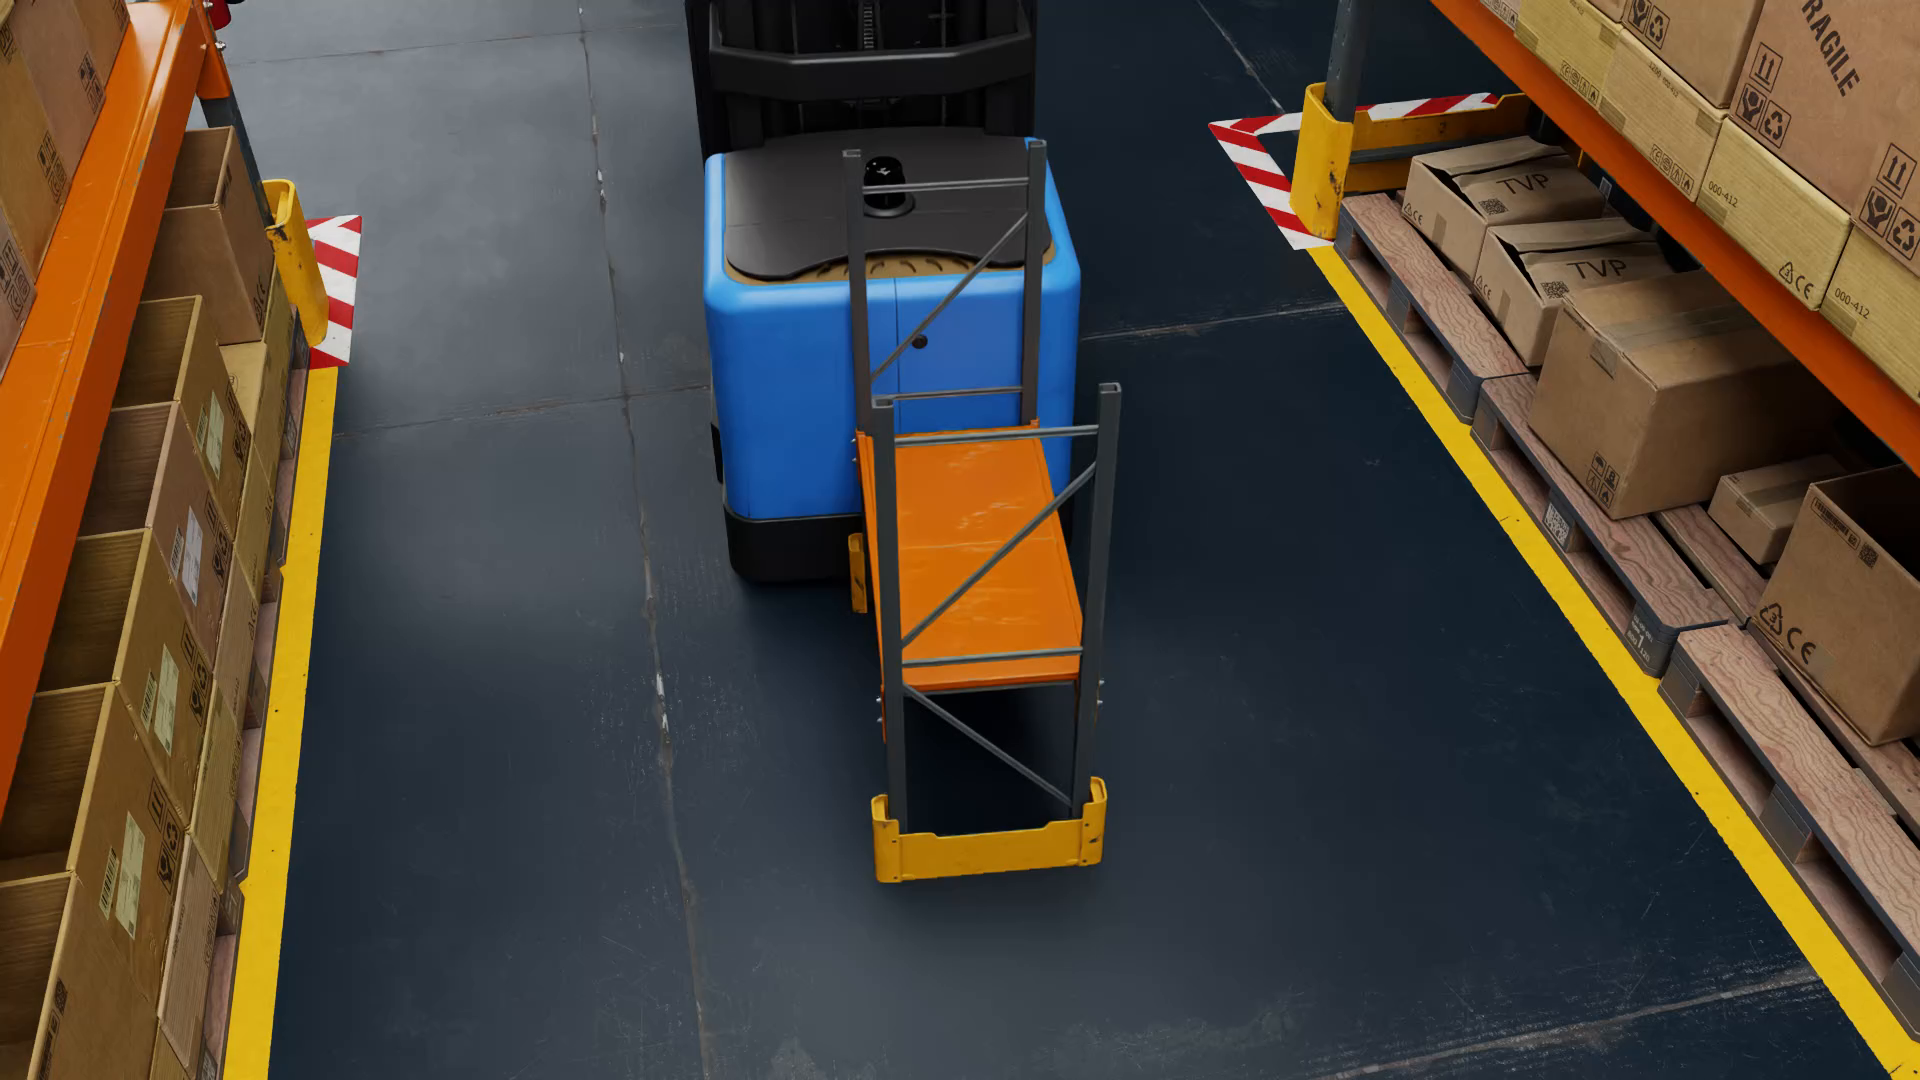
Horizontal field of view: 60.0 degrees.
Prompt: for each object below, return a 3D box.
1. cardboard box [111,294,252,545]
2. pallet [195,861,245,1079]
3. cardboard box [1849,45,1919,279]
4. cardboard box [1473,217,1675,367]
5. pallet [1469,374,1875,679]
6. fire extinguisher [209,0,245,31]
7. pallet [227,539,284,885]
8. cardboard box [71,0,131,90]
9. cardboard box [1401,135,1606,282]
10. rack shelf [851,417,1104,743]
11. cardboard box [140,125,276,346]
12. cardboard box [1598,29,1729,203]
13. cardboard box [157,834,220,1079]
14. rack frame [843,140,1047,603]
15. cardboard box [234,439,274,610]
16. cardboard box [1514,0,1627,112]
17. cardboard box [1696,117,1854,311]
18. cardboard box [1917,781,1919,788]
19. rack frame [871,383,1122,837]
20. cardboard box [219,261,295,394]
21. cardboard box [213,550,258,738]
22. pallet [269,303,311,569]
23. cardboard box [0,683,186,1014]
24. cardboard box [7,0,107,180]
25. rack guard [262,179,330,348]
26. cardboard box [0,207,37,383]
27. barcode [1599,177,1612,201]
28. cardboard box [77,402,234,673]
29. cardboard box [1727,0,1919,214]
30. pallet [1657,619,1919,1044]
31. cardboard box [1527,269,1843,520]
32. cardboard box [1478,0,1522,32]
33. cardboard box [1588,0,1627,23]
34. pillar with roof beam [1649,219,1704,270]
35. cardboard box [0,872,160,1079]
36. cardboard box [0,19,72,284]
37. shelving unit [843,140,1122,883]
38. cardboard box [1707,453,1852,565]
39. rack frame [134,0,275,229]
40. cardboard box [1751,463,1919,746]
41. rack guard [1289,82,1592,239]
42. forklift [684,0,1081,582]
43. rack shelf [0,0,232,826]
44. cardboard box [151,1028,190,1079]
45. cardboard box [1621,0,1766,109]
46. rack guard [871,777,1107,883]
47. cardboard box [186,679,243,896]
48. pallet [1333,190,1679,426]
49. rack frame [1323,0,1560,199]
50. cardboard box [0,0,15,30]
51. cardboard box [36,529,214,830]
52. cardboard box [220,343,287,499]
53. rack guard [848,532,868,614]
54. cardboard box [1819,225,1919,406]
[{"bbox_3d":[-2.275,-0.295,4.513,0.500,0.500,0.500,-8,42,-9],"label":"cardboard box"},{"bbox_3d":[-2.178,1.277,3.652,1.003,0.211,1.213,-8,42,-9],"label":"pallet"},{"bbox_3d":[2.271,-0.773,3.395,0.500,0.500,0.500,-9,42,-10],"label":"cardboard box"},{"bbox_3d":[2.110,-0.877,5.673,0.500,0.311,0.500,-5,42,-6],"label":"cardboard box"},{"bbox_3d":[2.342,-0.136,5.245,1.003,0.211,1.213,-8,42,-9],"label":"pallet"},{"bbox_3d":[-2.483,-1.951,5.247,0.296,0.674,0.183,-8,42,-9],"label":"fire extinguisher"},{"bbox_3d":[-2.445,0.485,4.545,1.003,0.211,1.213,-8,42,-9],"label":"pallet"},{"bbox_3d":[-2.823,-1.570,4.684,0.700,0.500,0.500,-8,42,-9],"label":"cardboard box"},{"bbox_3d":[1.987,-1.247,6.089,0.500,0.311,0.500,-13,43,-14],"label":"cardboard box"},{"bbox_3d":[0.019,0.071,4.311,0.538,0.185,1.000,-4,42,-5],"label":"rack shelf"},{"bbox_3d":[-2.505,-0.941,5.241,0.500,0.500,0.500,-8,42,-9],"label":"cardboard box"},{"bbox_3d":[2.057,-1.145,4.379,0.500,0.250,0.500,-8,42,-9],"label":"cardboard box"},{"bbox_3d":[-1.955,0.958,3.666,0.500,0.250,0.500,-8,42,-9],"label":"cardboard box"},{"bbox_3d":[-0.036,-0.399,4.570,0.500,1.500,0.032,-4,42,-5],"label":"rack frame"},{"bbox_3d":[-2.277,-0.014,4.762,0.500,0.250,0.500,-8,42,-9],"label":"cardboard box"},{"bbox_3d":[1.951,-1.473,4.748,0.500,0.250,0.500,-9,42,-10],"label":"cardboard box"},{"bbox_3d":[2.167,-0.819,4.012,0.500,0.250,0.500,-9,42,-10],"label":"cardboard box"},{"bbox_3d":[2.644,0.596,4.122,0.380,0.166,0.250,-14,43,-15],"label":"cardboard box"},{"bbox_3d":[0.074,0.272,3.814,0.500,1.500,0.032,-4,42,-5],"label":"rack frame"},{"bbox_3d":[-2.507,-0.661,5.490,0.500,0.250,0.500,-8,42,-9],"label":"cardboard box"},{"bbox_3d":[-2.171,0.310,4.396,0.500,0.250,0.500,-8,42,-9],"label":"cardboard box"},{"bbox_3d":[-2.705,-0.305,5.434,1.003,0.211,1.213,-8,42,-9],"label":"pallet"},{"bbox_3d":[-1.958,0.678,3.417,0.500,0.500,0.500,-8,42,-9],"label":"cardboard box"},{"bbox_3d":[-2.705,-1.230,4.301,0.700,0.500,0.500,-7,42,-8],"label":"cardboard box"},{"bbox_3d":[-2.916,-0.918,5.907,1.175,0.500,0.348,-8,42,-9],"label":"rack guard"},{"bbox_3d":[-2.486,-0.567,3.554,0.700,0.500,0.500,-7,42,-8],"label":"cardboard box"},{"bbox_3d":[2.381,-1.296,6.137,0.001,0.075,0.075,-8,42,-9],"label":"barcode"},{"bbox_3d":[-2.168,0.029,4.148,0.500,0.500,0.500,-8,42,-9],"label":"cardboard box"},{"bbox_3d":[2.173,-1.101,3.764,0.500,0.500,0.500,-9,42,-11],"label":"cardboard box"},{"bbox_3d":[2.609,0.656,4.352,1.003,0.211,1.213,-8,42,-9],"label":"pallet"},{"bbox_3d":[2.219,-0.465,5.066,0.700,0.500,0.500,-11,43,-12],"label":"cardboard box"},{"bbox_3d":[1.846,-1.804,5.121,0.500,0.250,0.500,-10,42,-11],"label":"cardboard box"},{"bbox_3d":[1.937,-1.771,4.519,0.500,0.500,0.500,-10,42,-11],"label":"cardboard box"},{"bbox_3d":[-1.283,-3.846,2.804,9.100,9.000,0.400,-8,42,-9],"label":"pillar with roof beam"},{"bbox_3d":[-1.842,1.001,3.053,0.500,0.500,0.500,-8,42,-9],"label":"cardboard box"},{"bbox_3d":[-2.603,-0.908,3.938,0.700,0.500,0.500,-8,42,-9],"label":"cardboard box"},{"bbox_3d":[0.020,-0.058,4.185,0.587,1.500,1.083,-4,42,-5],"label":"shelving unit"},{"bbox_3d":[2.463,-0.094,4.913,0.380,0.149,0.250,-12,43,-13],"label":"cardboard box"},{"bbox_3d":[-2.911,-1.837,5.060,1.000,3.000,0.127,-8,42,-9],"label":"rack frame"},{"bbox_3d":[2.525,0.147,4.377,0.500,0.500,0.500,-11,43,-12],"label":"cardboard box"},{"bbox_3d":[1.941,-1.565,6.637,1.175,0.500,0.348,-8,42,-9],"label":"rack guard"},{"bbox_3d":[-0.330,-1.945,5.233,1.130,2.935,3.031,-4,42,-5],"label":"forklift"},{"bbox_3d":[-2.479,-0.272,3.838,1.077,0.370,4.000,-8,42,-9],"label":"rack shelf"},{"bbox_3d":[-1.852,1.283,3.300,0.500,0.250,0.500,-8,42,-9],"label":"cardboard box"},{"bbox_3d":[2.060,-1.438,4.144,0.500,0.500,0.500,-7,42,-8],"label":"cardboard box"},{"bbox_3d":[0.073,0.739,4.230,0.587,0.250,0.087,-4,42,-5],"label":"rack guard"},{"bbox_3d":[-2.058,0.633,4.032,0.500,0.250,0.500,-8,42,-9],"label":"cardboard box"},{"bbox_3d":[2.082,-0.926,6.134,1.003,0.211,1.213,-8,42,-9],"label":"pallet"},{"bbox_3d":[1.925,-2.549,5.862,1.000,3.000,0.127,-8,42,-9],"label":"rack frame"},{"bbox_3d":[-2.420,-1.228,3.810,0.380,0.149,0.250,-7,42,-8],"label":"cardboard box"},{"bbox_3d":[-2.058,0.353,3.783,0.500,0.500,0.500,-8,42,-9],"label":"cardboard box"},{"bbox_3d":[-2.387,-0.338,5.126,0.500,0.250,0.500,-8,42,-9],"label":"cardboard box"},{"bbox_3d":[-0.034,0.081,4.970,0.587,0.250,0.087,-4,42,-5],"label":"rack guard"},{"bbox_3d":[2.291,-0.496,3.647,0.500,0.250,0.500,-8,42,-9],"label":"cardboard box"}]
